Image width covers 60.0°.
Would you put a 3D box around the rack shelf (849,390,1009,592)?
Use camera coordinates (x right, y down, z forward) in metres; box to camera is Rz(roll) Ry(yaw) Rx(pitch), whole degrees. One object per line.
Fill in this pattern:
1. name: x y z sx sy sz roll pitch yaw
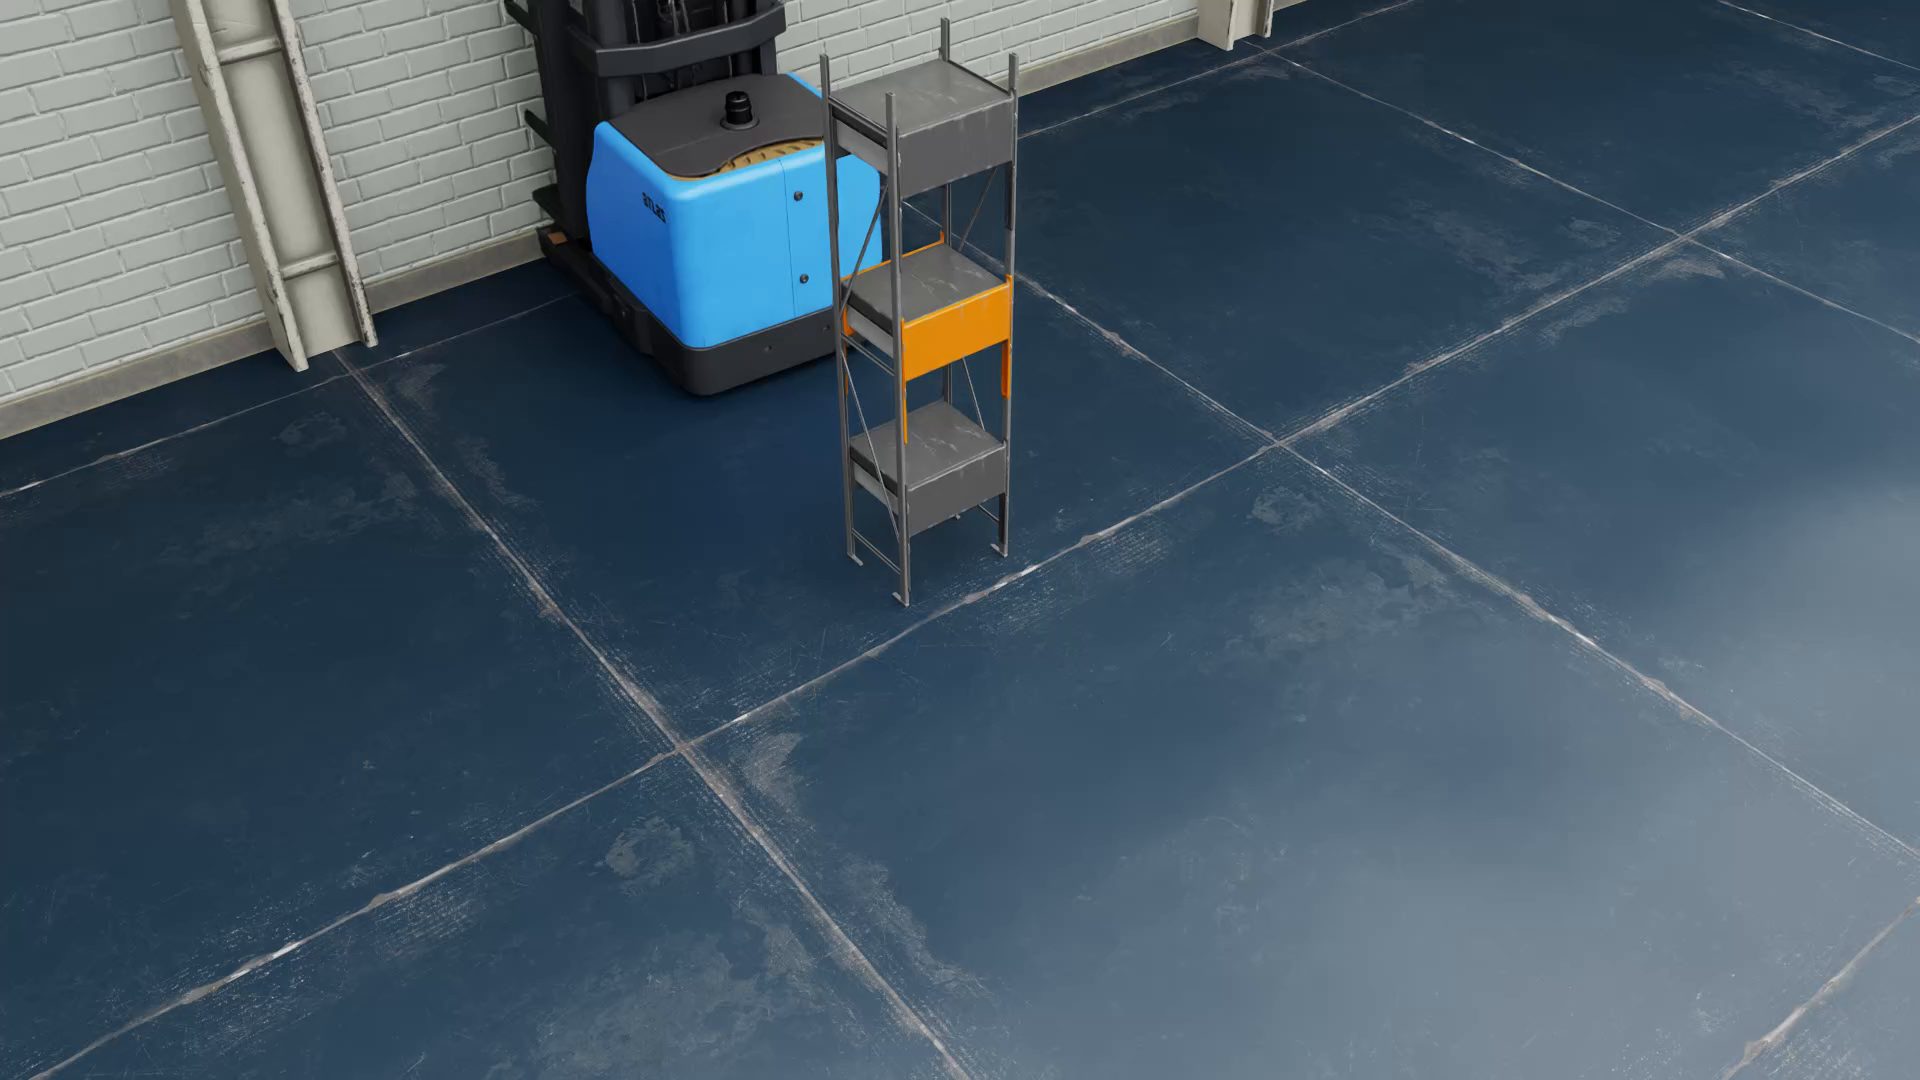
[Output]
1. rack shelf: -0.131 -0.196 6.459 0.480 0.518 0.431 -26 46 -28

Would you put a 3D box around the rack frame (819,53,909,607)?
1. rack frame: -0.325 -0.654 5.891 0.015 2.100 0.400 -26 46 -28

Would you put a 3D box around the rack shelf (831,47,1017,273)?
1. rack shelf: -0.131 -1.278 5.571 0.480 0.518 0.431 -26 46 -28

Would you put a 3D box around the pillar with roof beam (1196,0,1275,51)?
1. pillar with roof beam: 4.376 -4.564 5.218 0.400 9.000 9.100 -26 46 -28

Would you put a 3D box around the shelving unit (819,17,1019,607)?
1. shelving unit: -0.131 -0.748 6.006 0.503 2.100 0.431 -26 46 -28

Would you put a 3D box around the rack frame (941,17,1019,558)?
1. rack frame: 0.062 -0.842 6.121 0.015 2.100 0.400 -26 46 -28

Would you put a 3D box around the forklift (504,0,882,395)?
1. forklift: -1.577 -2.681 7.707 1.130 2.935 3.031 -23 45 -25

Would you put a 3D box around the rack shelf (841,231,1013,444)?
1. rack shelf: -0.131 -0.737 6.015 0.480 0.518 0.431 -26 46 -28

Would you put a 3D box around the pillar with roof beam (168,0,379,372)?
1. pillar with roof beam: -0.381 -2.245 2.391 0.400 9.000 9.100 -26 46 -28
